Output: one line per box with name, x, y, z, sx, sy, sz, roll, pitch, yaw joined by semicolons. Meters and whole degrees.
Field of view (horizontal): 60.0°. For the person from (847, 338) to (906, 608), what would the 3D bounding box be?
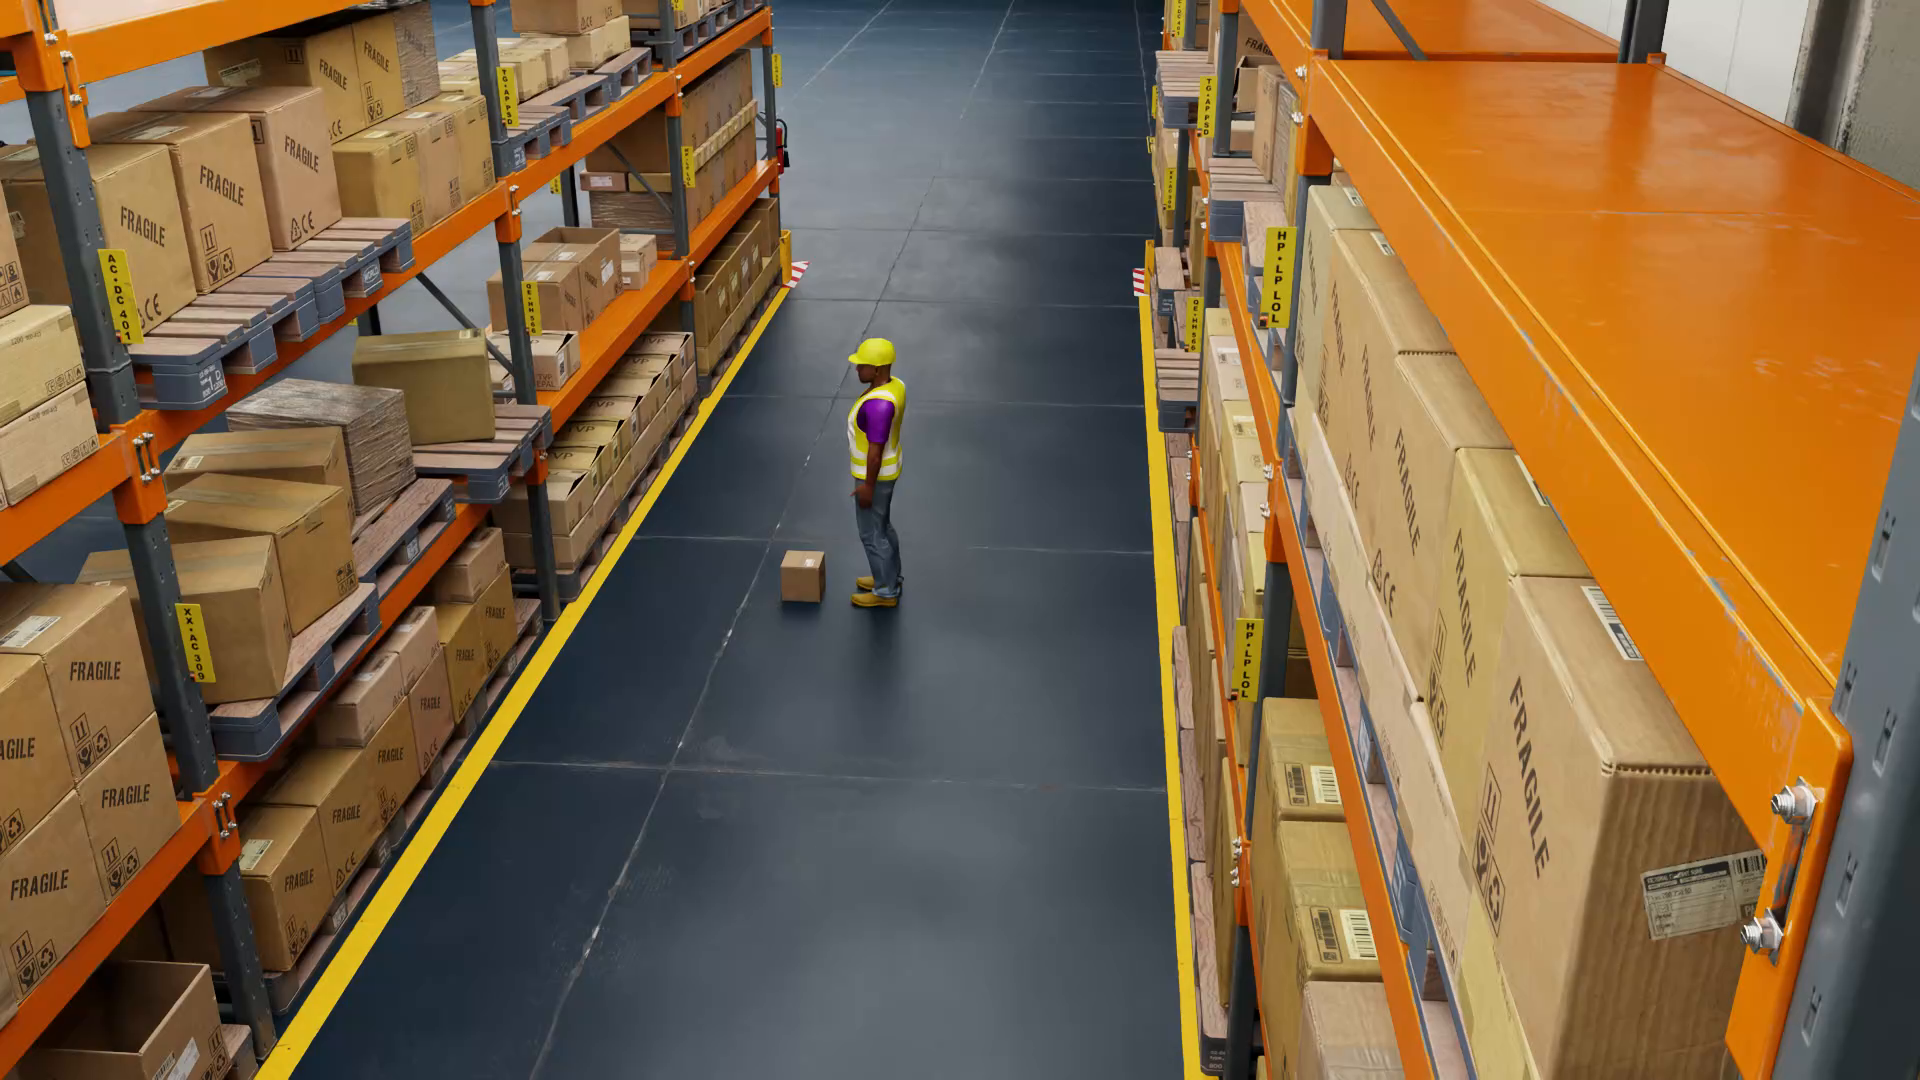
person;-0.527;-0.428;10.525;0.354;1.761;0.563;2;24;5
